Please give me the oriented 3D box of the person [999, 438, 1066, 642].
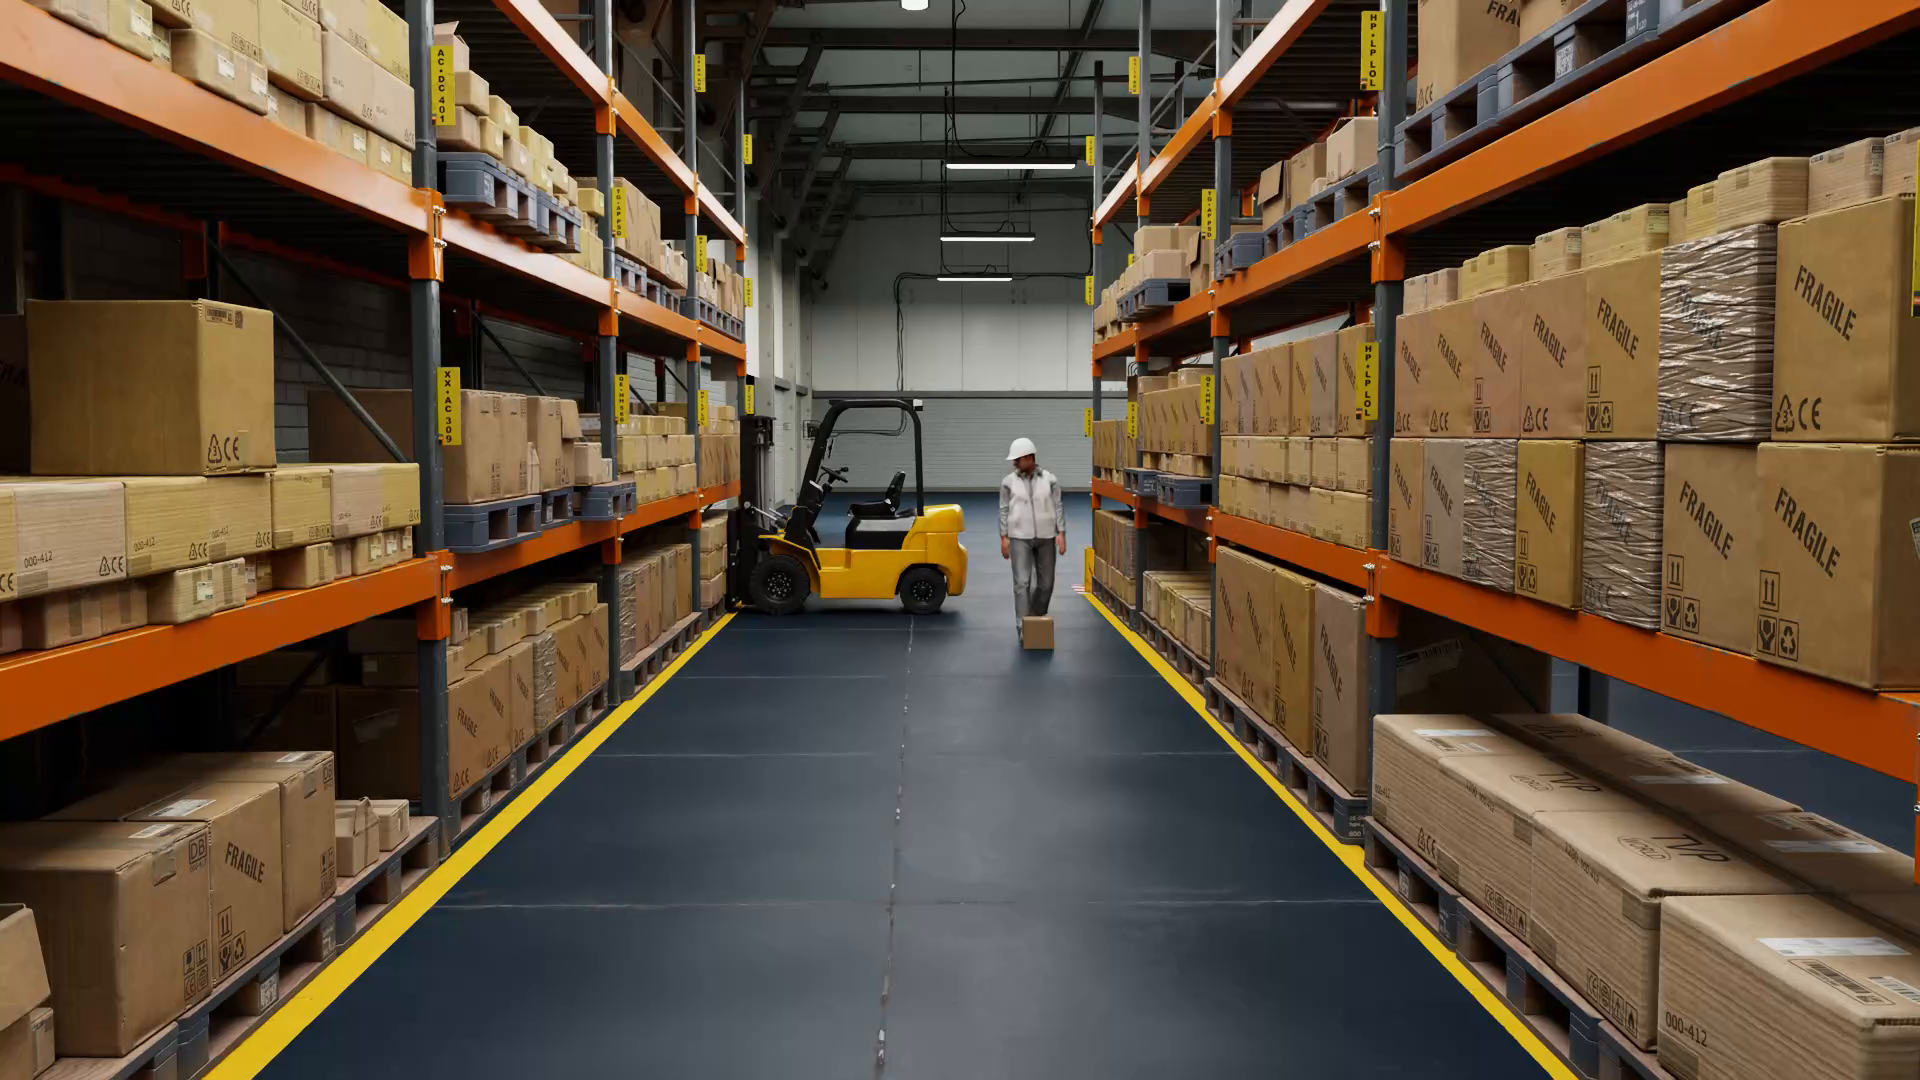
[{"bbox_3d":[0.636,-0.008,14.530,0.569,1.764,0.753,0,4,-7],"label":"person"}]
